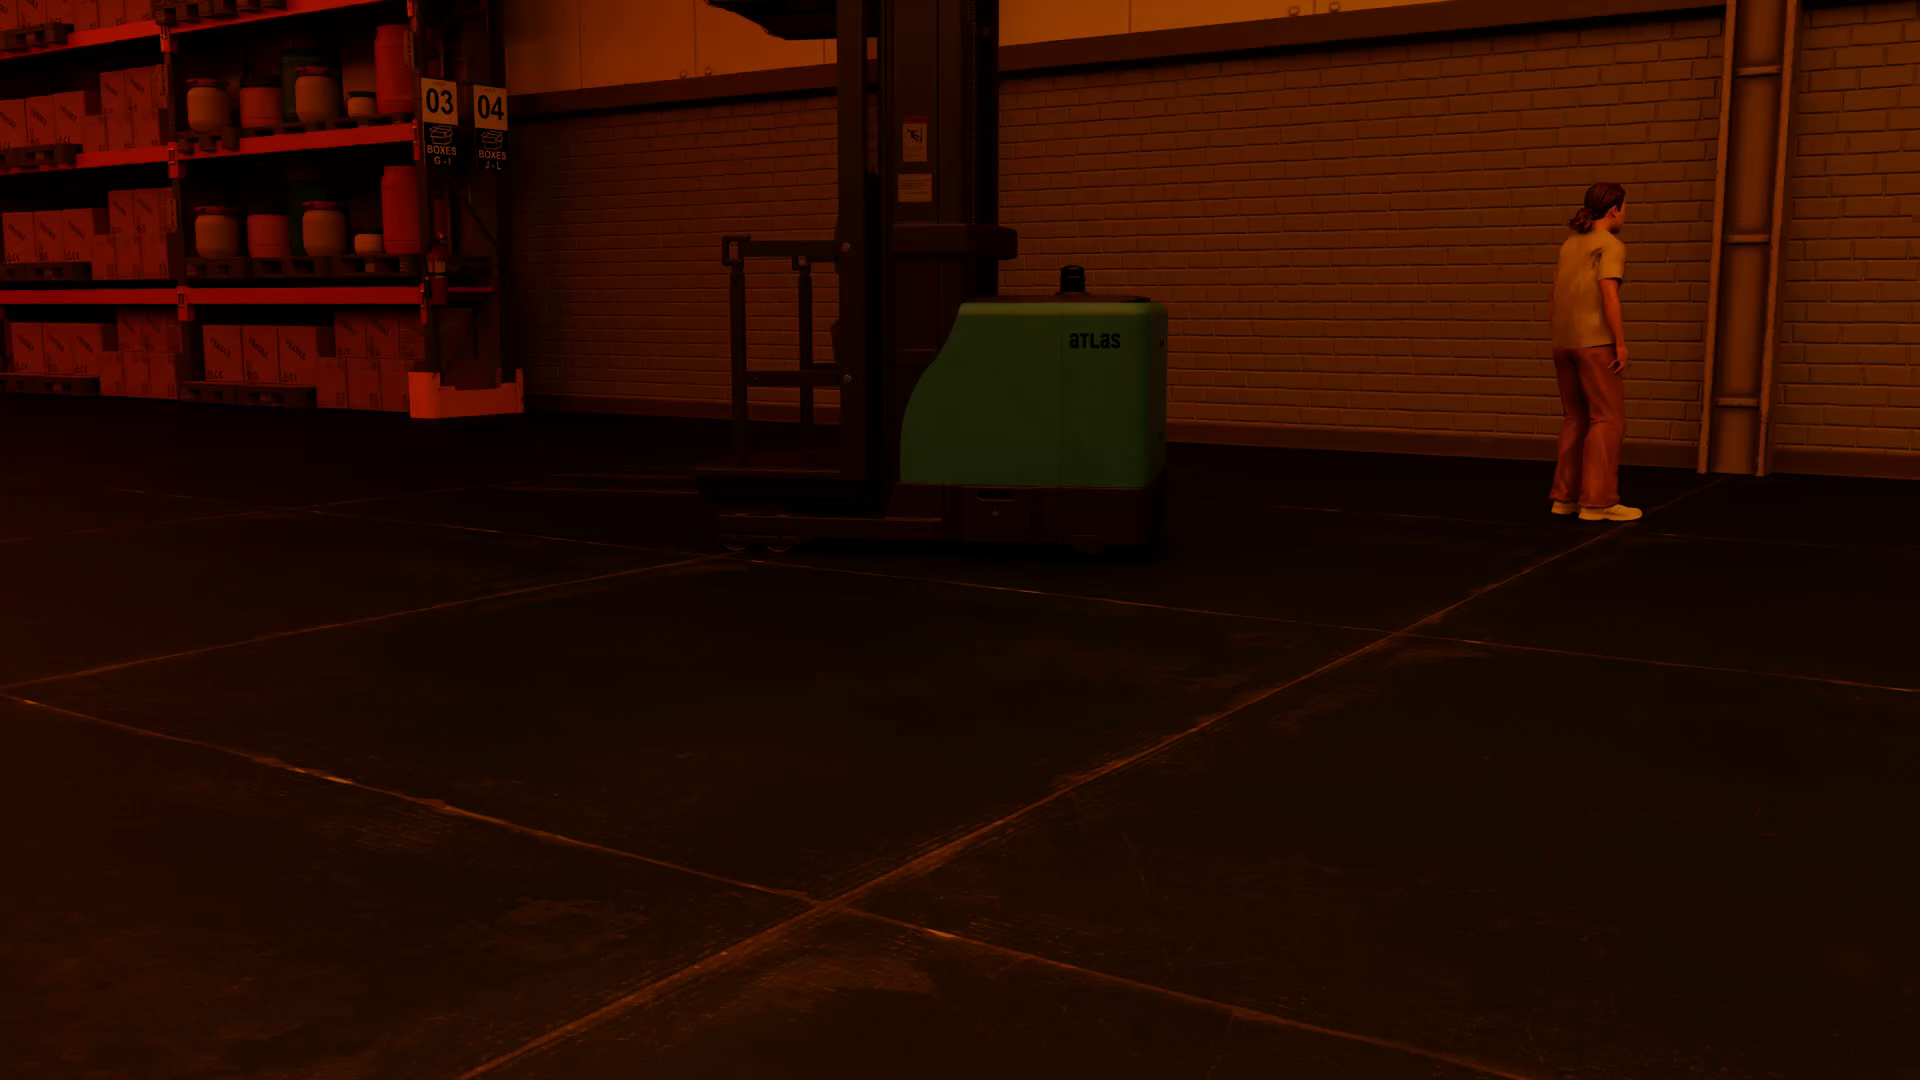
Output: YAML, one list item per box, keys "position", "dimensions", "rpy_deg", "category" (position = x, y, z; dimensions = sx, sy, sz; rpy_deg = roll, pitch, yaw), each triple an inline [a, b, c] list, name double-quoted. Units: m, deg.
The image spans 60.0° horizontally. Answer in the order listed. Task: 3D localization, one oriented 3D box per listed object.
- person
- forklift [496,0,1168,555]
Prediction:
- position: [3.169, -0.947, 8.328]
  dimensions: [0.365, 1.671, 0.514]
  rpy_deg: [-2, 8, -16]
  category: "person"
- position: [-0.596, -1.469, 7.520]
  dimensions: [3.031, 2.935, 1.130]
  rpy_deg: [2, 8, 12]
  category: "forklift"
